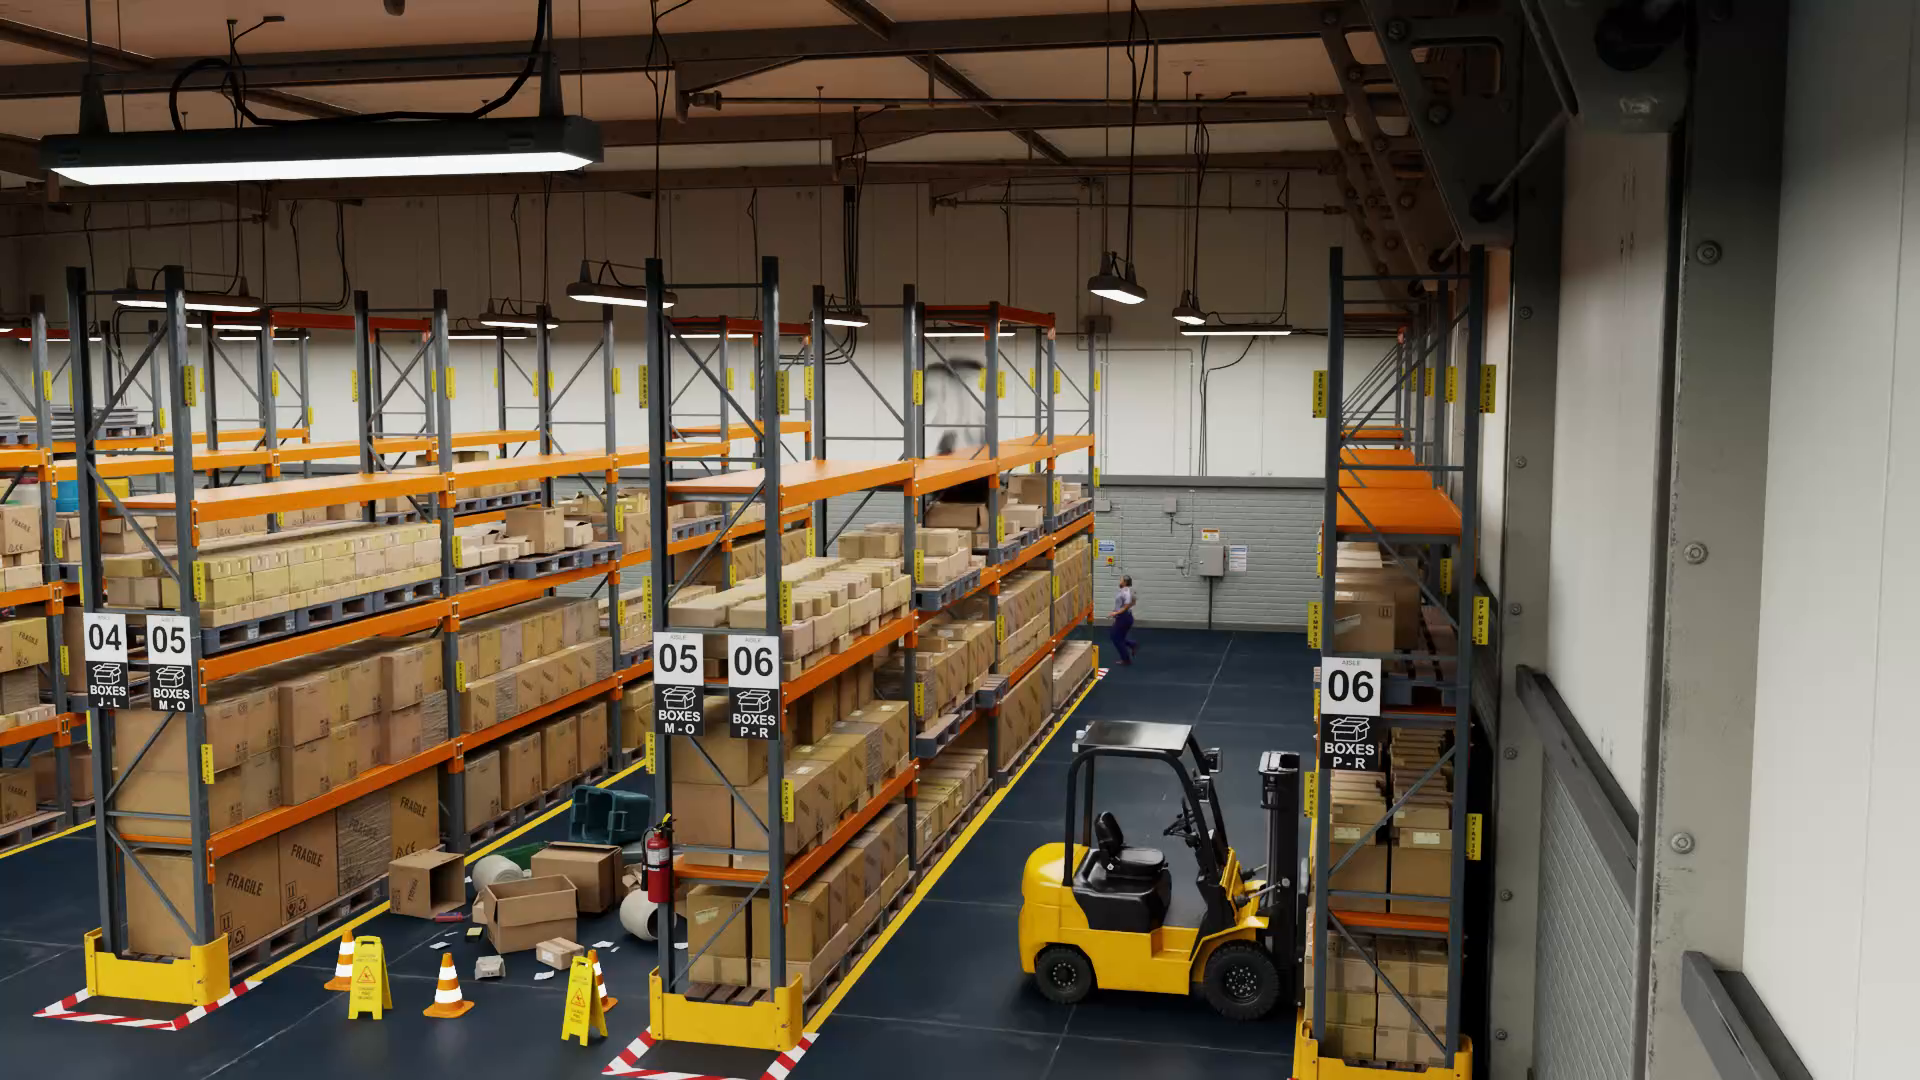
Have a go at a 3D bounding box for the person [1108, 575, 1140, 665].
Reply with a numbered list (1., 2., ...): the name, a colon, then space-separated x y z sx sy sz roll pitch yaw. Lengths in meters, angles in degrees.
1. person: 2.902 1.413 29.369 0.552 1.589 0.620 1 6 8
